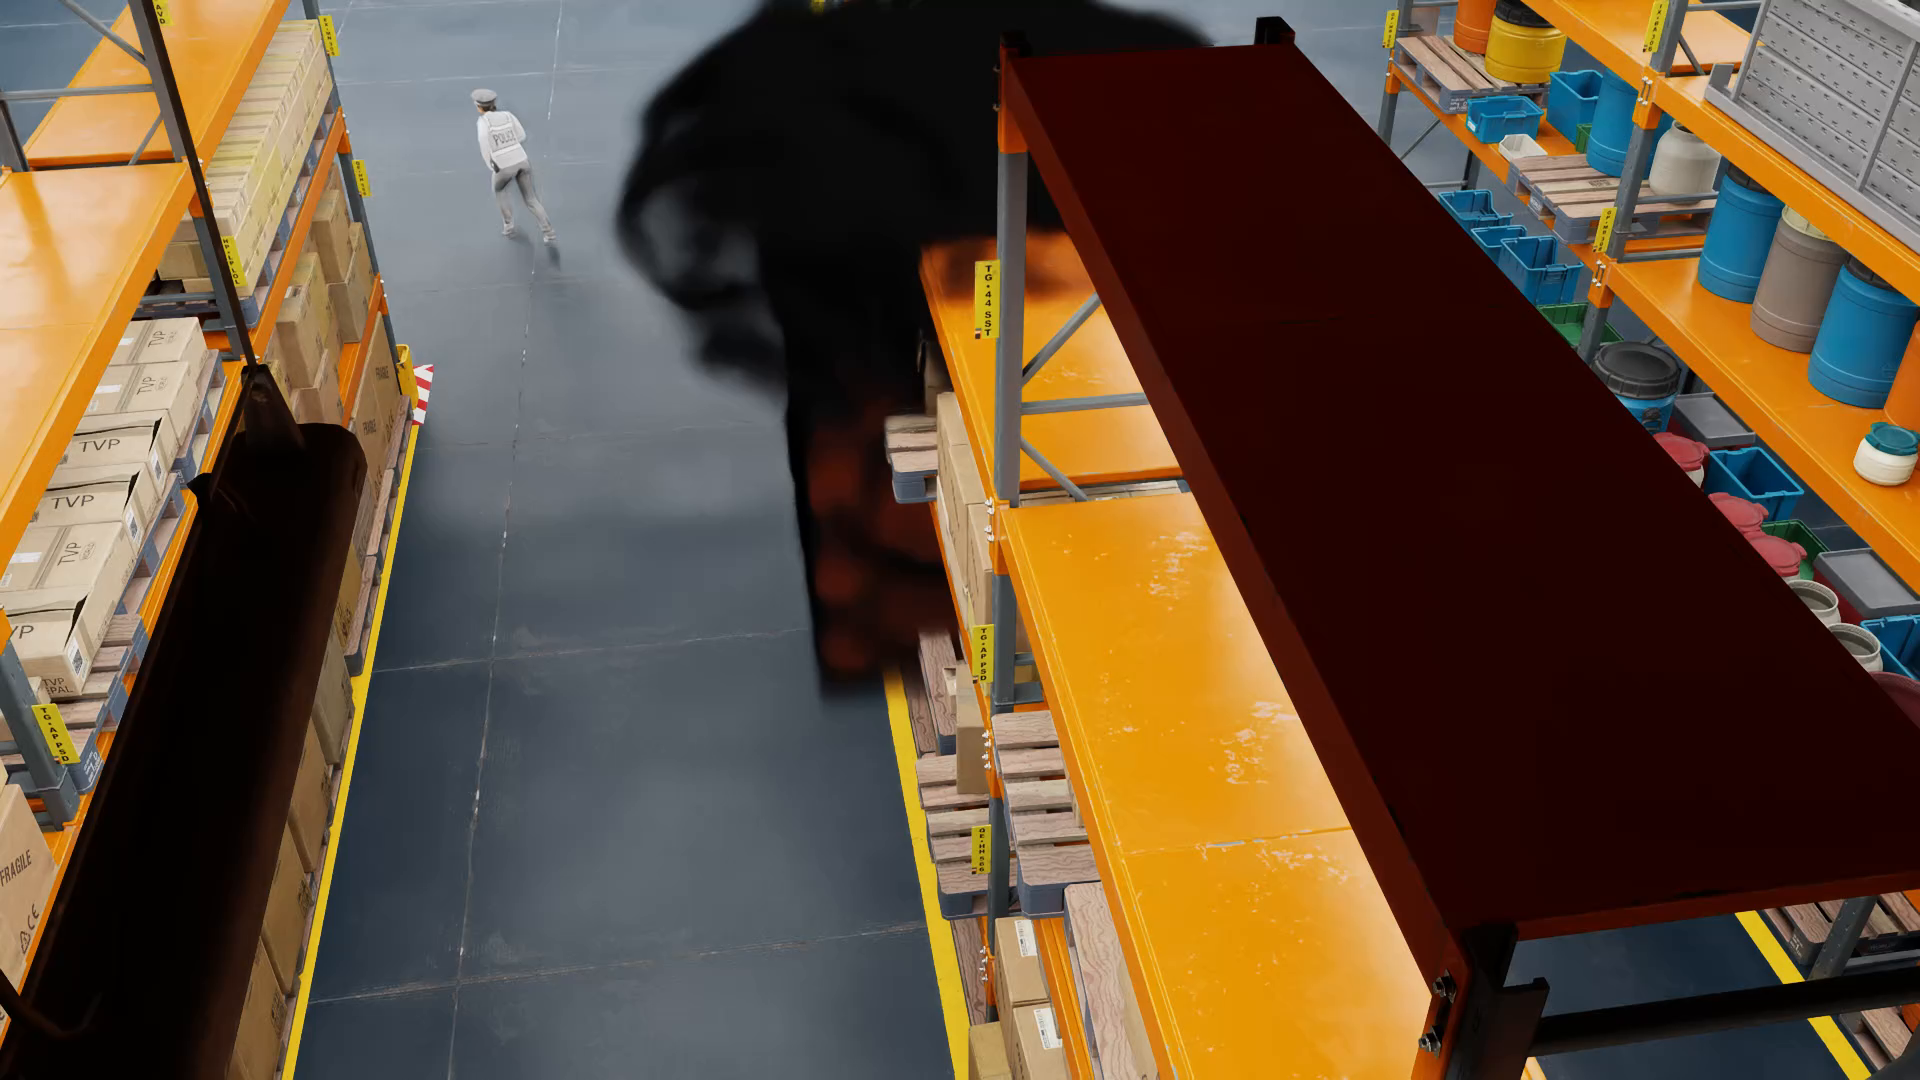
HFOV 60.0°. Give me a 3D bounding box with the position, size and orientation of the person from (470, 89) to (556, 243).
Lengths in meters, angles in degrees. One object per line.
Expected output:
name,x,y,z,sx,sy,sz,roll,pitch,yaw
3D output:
person,-4.641,-3.807,17.331,0.960,1.599,0.657,27,44,31
